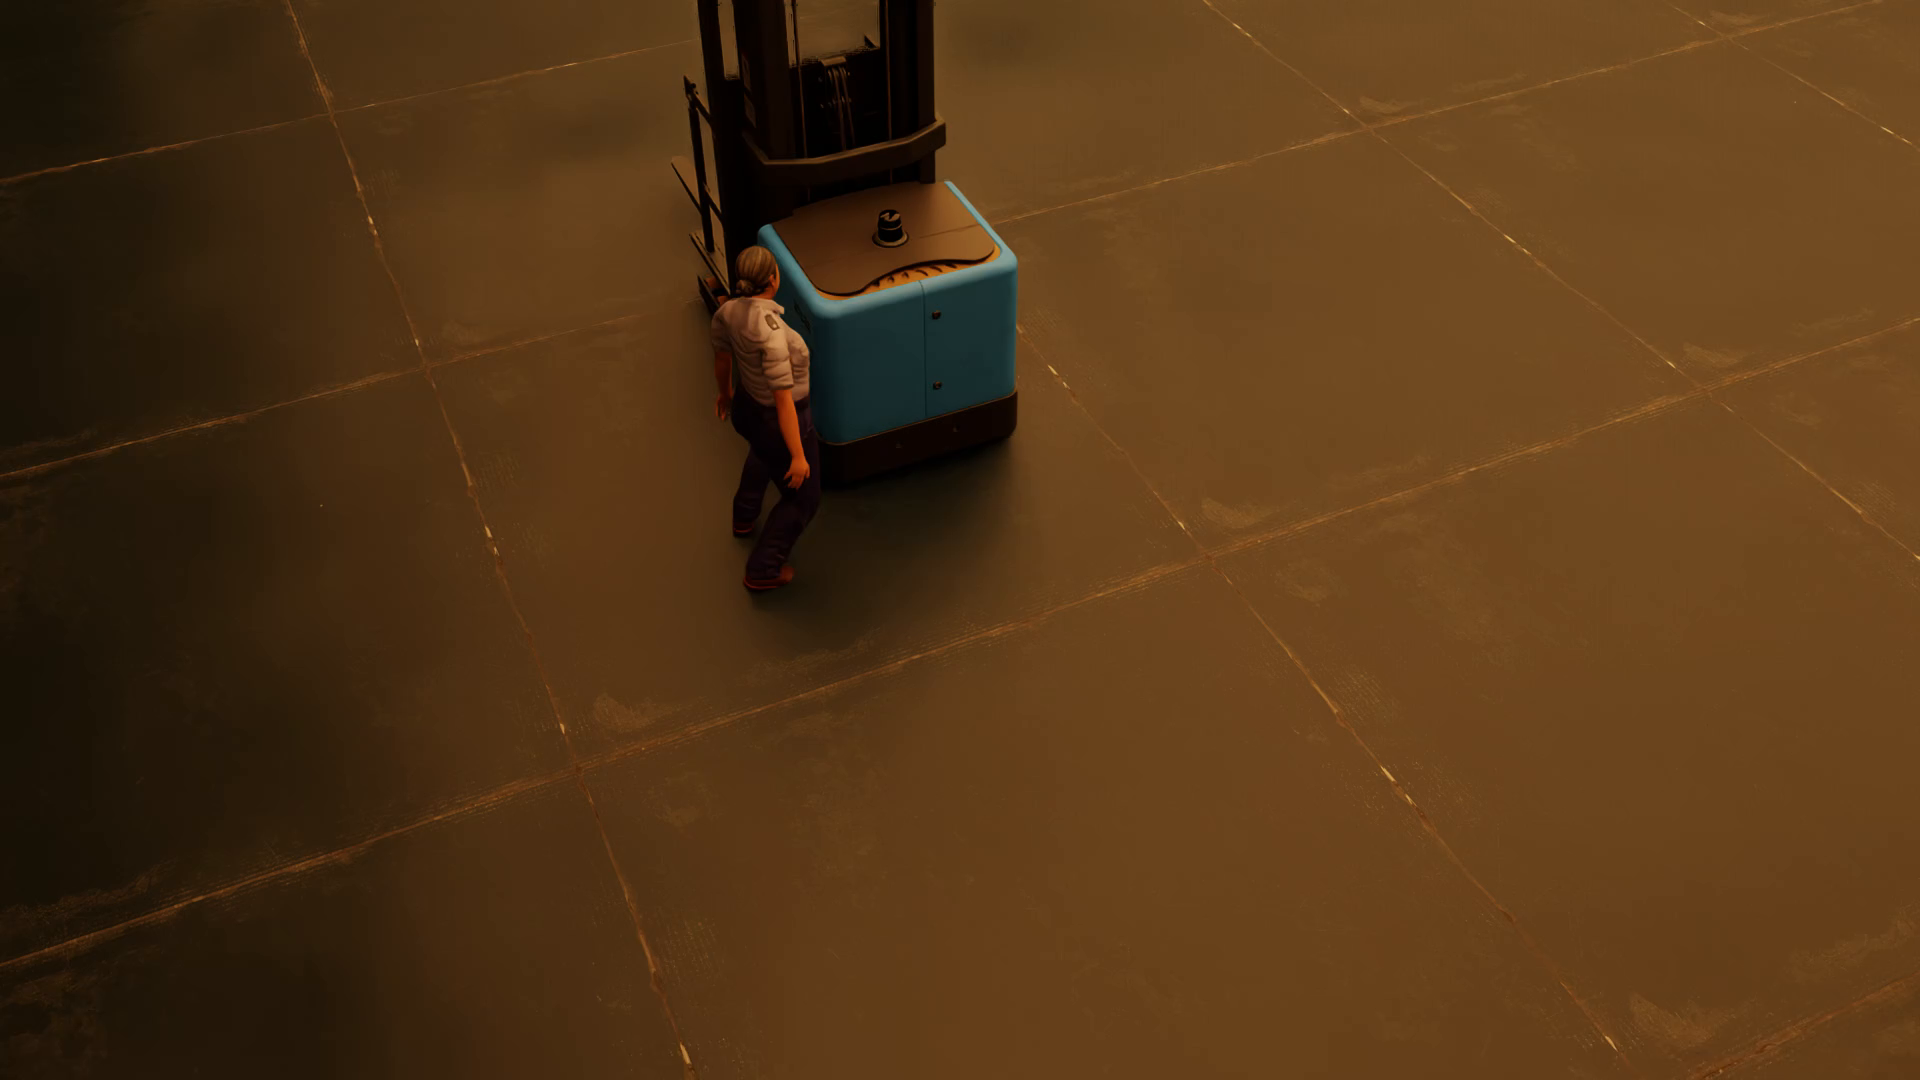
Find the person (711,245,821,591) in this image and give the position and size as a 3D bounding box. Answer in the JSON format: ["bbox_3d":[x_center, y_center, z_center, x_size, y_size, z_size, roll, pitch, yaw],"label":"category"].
[{"bbox_3d":[-0.867,-0.503,7.247,0.476,1.631,0.840,-24,48,-23],"label":"person"}]

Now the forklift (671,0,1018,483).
[{"bbox_3d":[-0.790,-2.356,8.205,1.130,2.935,3.031,-17,46,-18],"label":"forklift"}]
